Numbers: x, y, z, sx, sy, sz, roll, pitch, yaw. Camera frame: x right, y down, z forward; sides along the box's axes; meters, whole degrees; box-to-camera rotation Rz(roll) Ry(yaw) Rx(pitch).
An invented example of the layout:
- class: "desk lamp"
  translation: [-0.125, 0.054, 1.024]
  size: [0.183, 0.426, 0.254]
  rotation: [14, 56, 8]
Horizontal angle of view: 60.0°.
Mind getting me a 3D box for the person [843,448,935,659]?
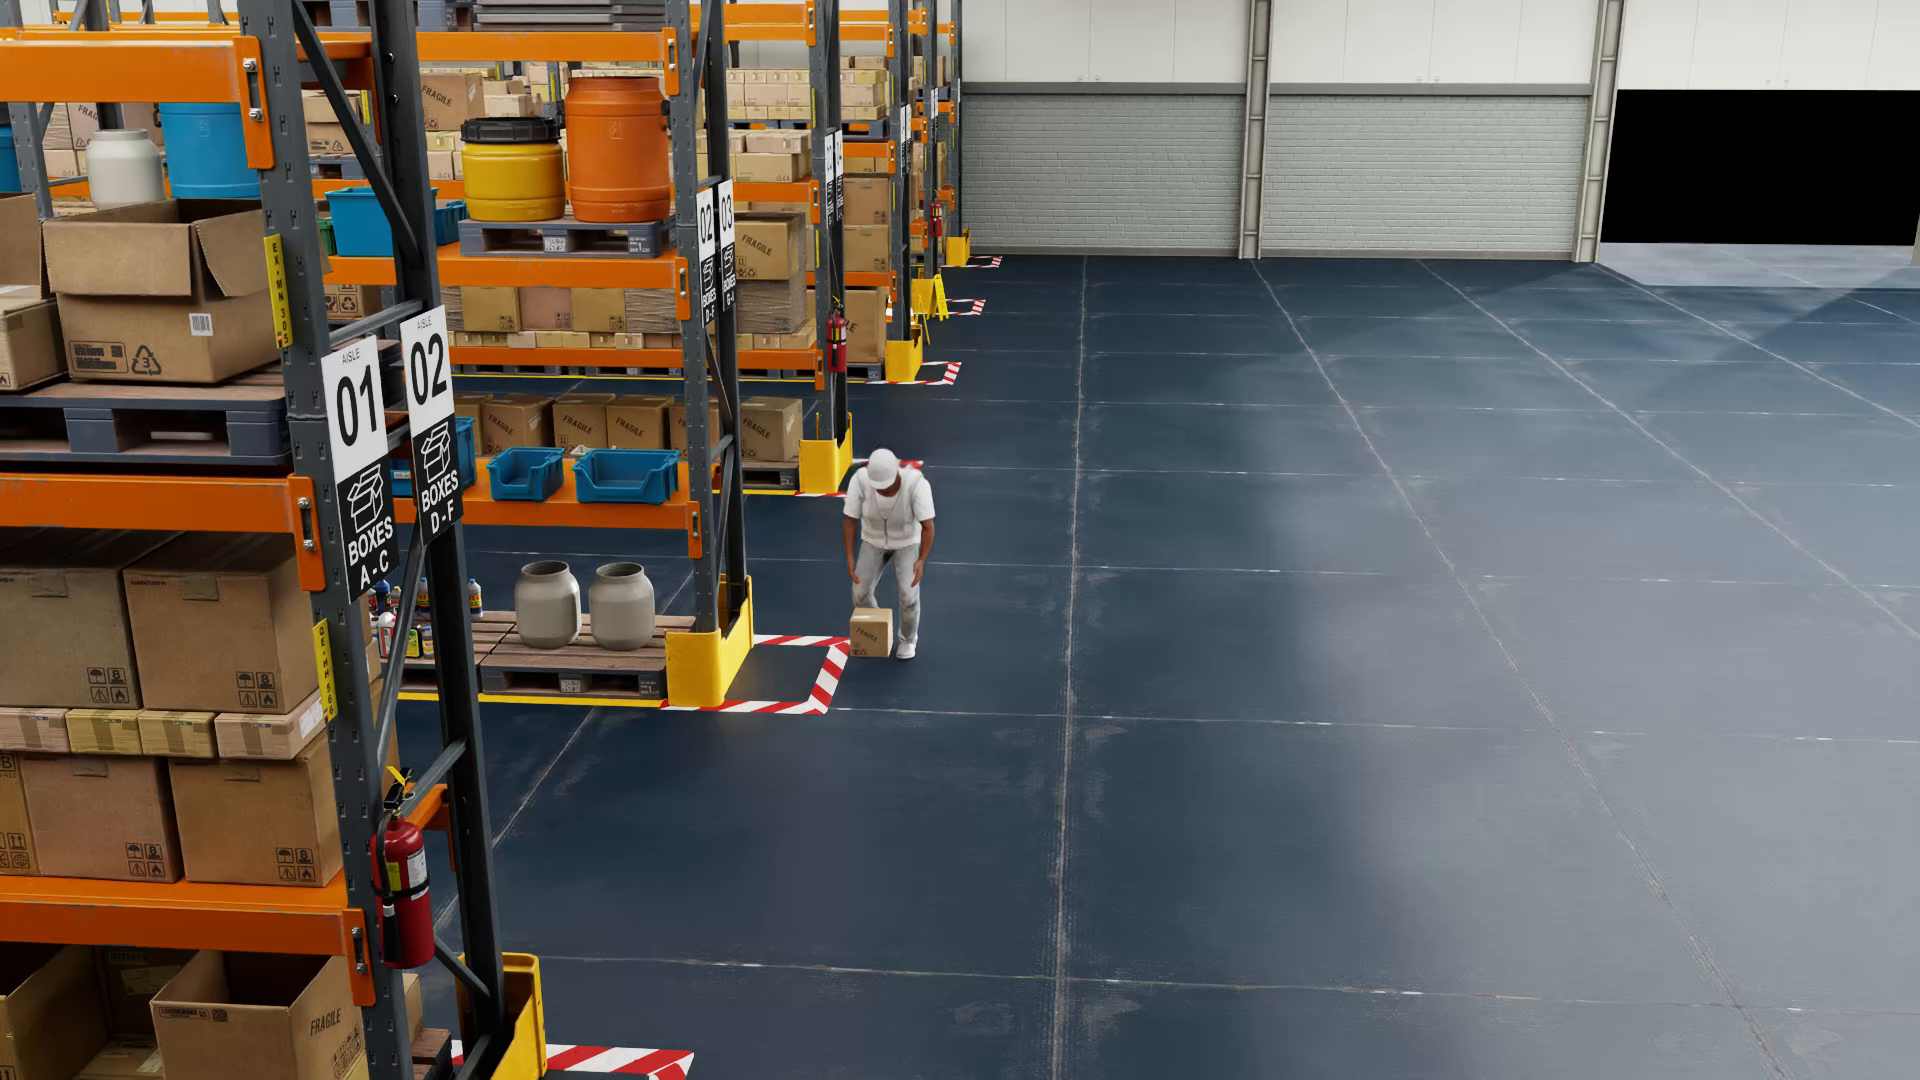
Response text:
- class: "person"
  translation: [-0.463, 0.068, 11.211]
  size: [0.627, 1.517, 0.687]
  rotation: [4, 18, 11]
